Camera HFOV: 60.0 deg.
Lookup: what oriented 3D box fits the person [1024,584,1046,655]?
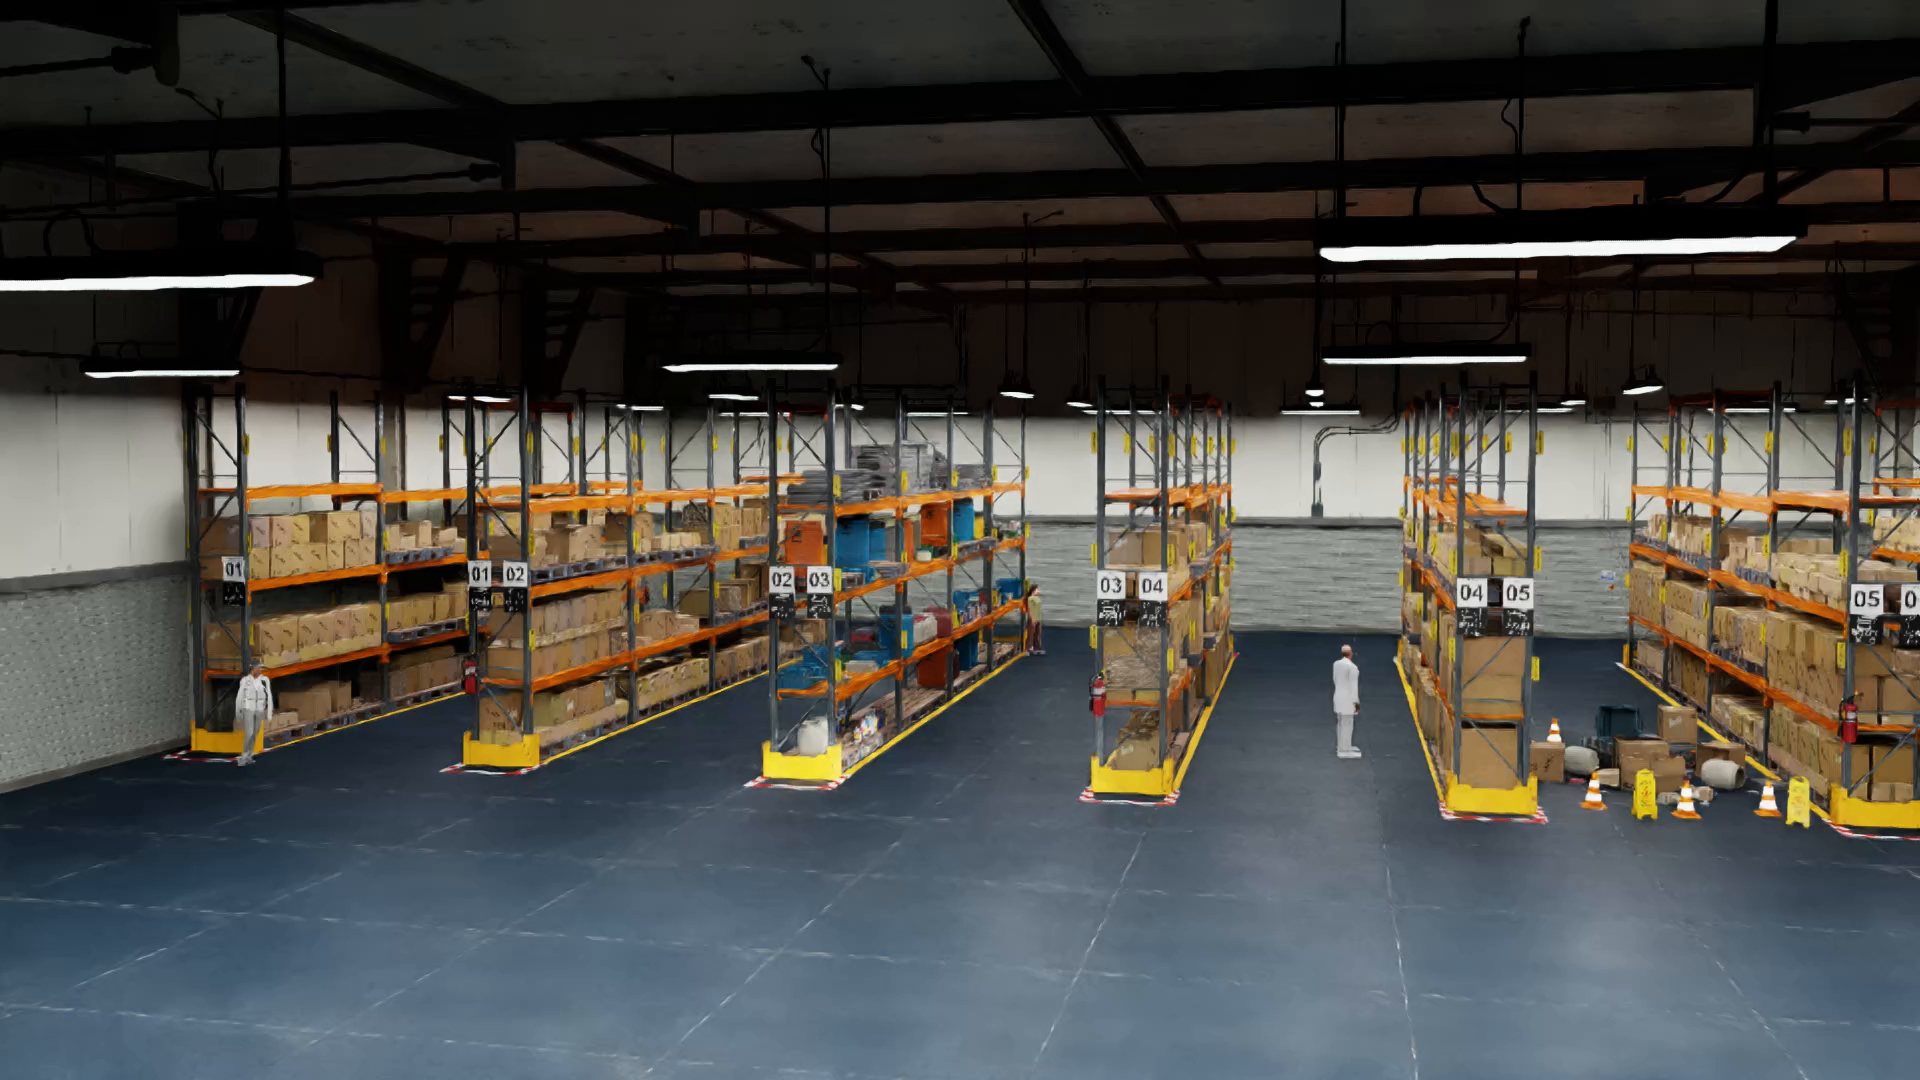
[{"bbox_3d":[1.752,1.891,39.522,0.384,1.672,0.625,2,4,32],"label":"person"}]

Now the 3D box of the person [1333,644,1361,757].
[{"bbox_3d":[6.252,2.567,26.736,0.515,1.784,0.638,-1,3,-18],"label":"person"}]

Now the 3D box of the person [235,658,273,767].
[{"bbox_3d":[-11.039,2.671,25.959,0.555,1.677,0.505,-3,4,-43],"label":"person"}]
